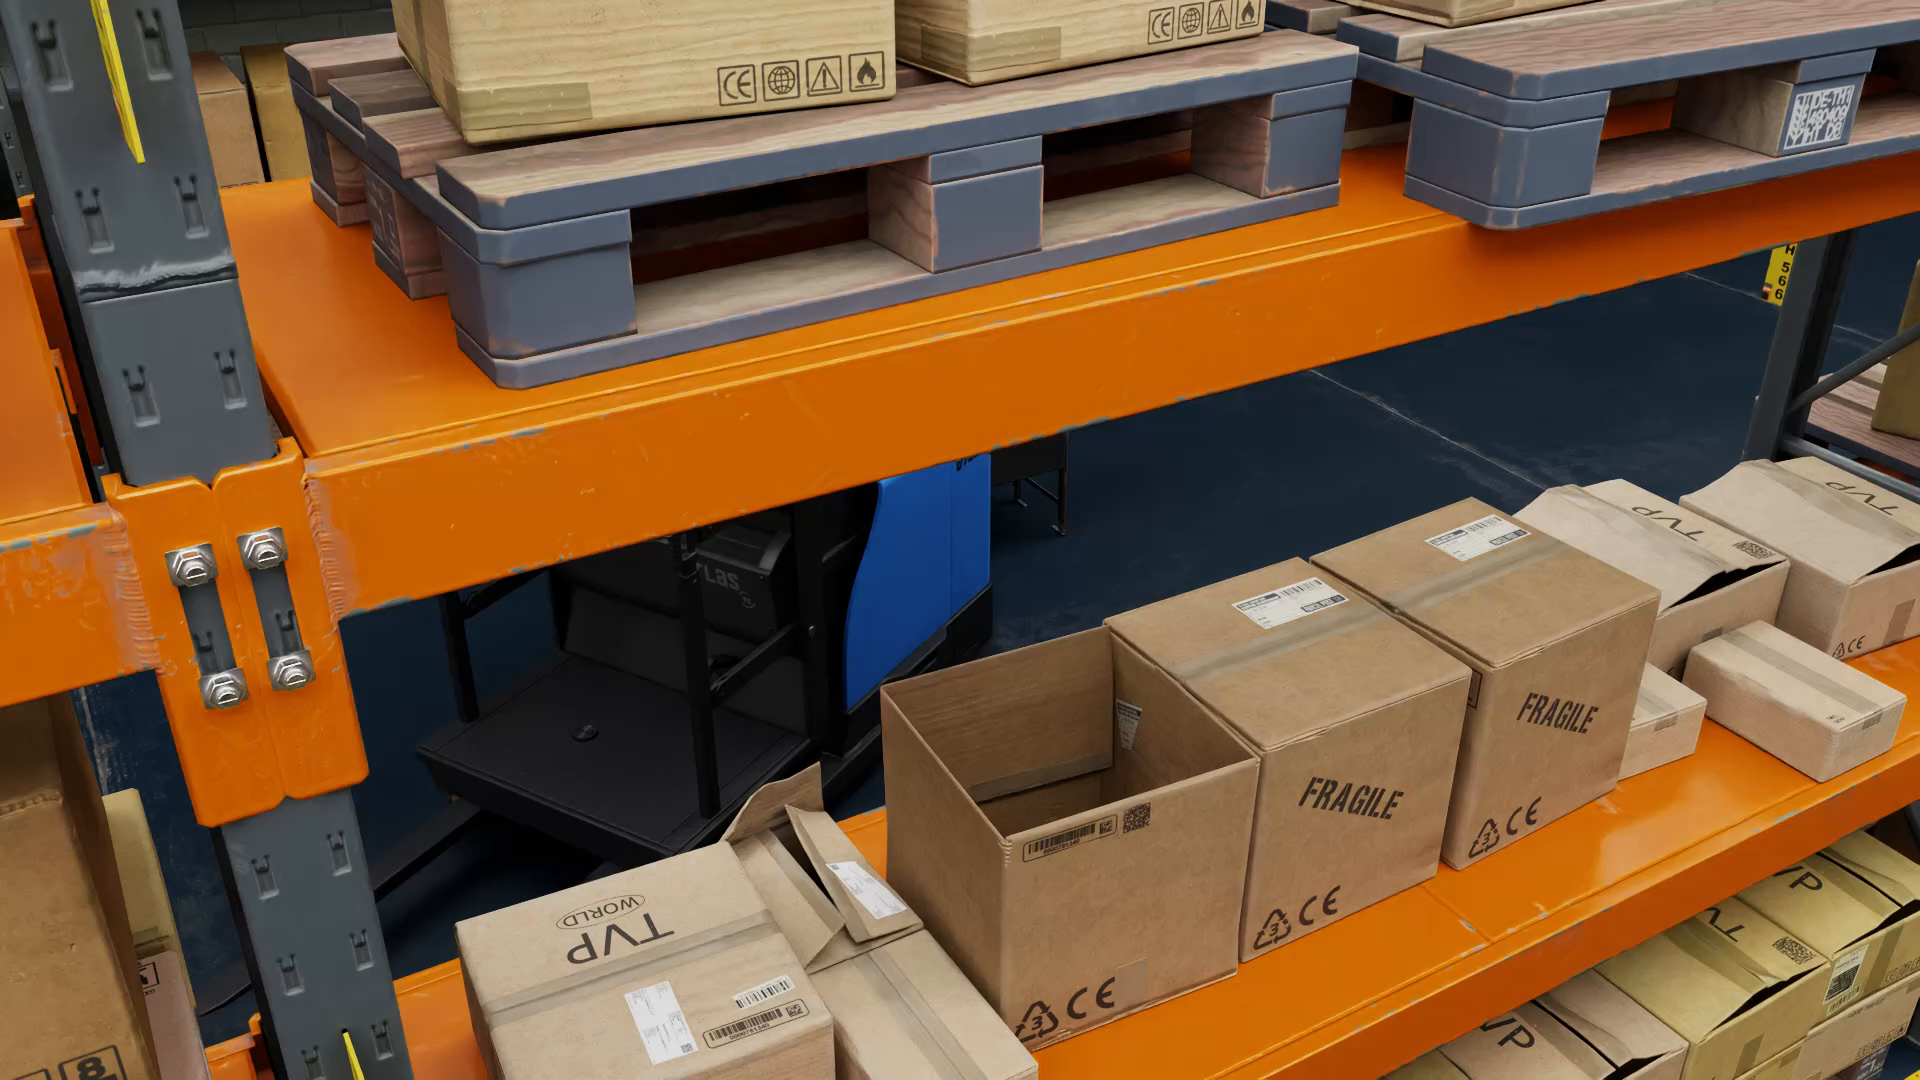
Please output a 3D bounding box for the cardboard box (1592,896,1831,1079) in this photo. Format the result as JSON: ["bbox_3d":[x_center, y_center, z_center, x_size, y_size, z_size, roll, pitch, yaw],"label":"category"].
[{"bbox_3d":[1.737,1.047,4.080,0.500,0.311,0.500,-16,33,-27],"label":"cardboard box"}]

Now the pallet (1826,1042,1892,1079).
[{"bbox_3d":[1.779,1.318,4.644,1.213,0.211,1.003,-16,33,-26],"label":"pallet"}]

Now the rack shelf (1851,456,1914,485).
[{"bbox_3d":[4.233,-0.263,5.367,4.000,0.370,1.077,-16,33,-26],"label":"rack shelf"}]

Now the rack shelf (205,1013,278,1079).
[{"bbox_3d":[-2.664,1.695,1.818,4.000,0.370,1.077,-16,33,-26],"label":"rack shelf"}]

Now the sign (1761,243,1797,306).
[{"bbox_3d":[2.226,-0.785,4.451,0.005,0.325,0.100,-16,33,-26],"label":"sign"}]

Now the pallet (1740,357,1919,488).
[{"bbox_3d":[3.058,-0.200,4.706,1.003,0.211,1.213,-16,33,-26],"label":"pallet"}]

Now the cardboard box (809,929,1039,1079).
[{"bbox_3d":[-0.072,0.869,2.831,0.250,0.149,0.380,-16,33,-26],"label":"cardboard box"}]

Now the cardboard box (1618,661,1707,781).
[{"bbox_3d":[1.438,0.357,3.758,0.250,0.149,0.380,-13,32,-23],"label":"cardboard box"}]

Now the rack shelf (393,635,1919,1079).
[{"bbox_3d":[0.785,0.716,3.593,4.000,0.370,1.077,-16,33,-26],"label":"rack shelf"}]

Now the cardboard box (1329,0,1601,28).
[{"bbox_3d":[0.740,-0.983,2.544,0.500,0.250,0.500,-19,34,-30],"label":"cardboard box"}]

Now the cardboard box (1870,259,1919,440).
[{"bbox_3d":[2.995,-0.517,4.545,0.700,0.500,0.500,22,36,34],"label":"cardboard box"}]

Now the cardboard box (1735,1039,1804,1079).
[{"bbox_3d":[1.736,1.290,4.220,0.500,0.250,0.500,-16,33,-27],"label":"cardboard box"}]

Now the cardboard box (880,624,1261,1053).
[{"bbox_3d":[0.185,0.537,3.070,0.500,0.500,0.500,-13,32,-23],"label":"cardboard box"}]

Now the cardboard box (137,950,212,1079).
[{"bbox_3d":[-1.066,0.719,2.068,0.250,0.149,0.380,-16,33,-26],"label":"cardboard box"}]

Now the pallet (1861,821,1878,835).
[{"bbox_3d":[3.172,0.965,5.282,1.213,0.211,1.003,-16,33,-26],"label":"pallet"}]

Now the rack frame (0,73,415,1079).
[{"bbox_3d":[-0.940,0.891,2.532,0.127,3.000,1.000,-16,33,-26],"label":"rack frame"}]

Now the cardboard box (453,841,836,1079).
[{"bbox_3d":[-0.537,0.818,2.819,0.500,0.250,0.500,-14,32,-23],"label":"cardboard box"}]

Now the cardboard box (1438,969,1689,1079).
[{"bbox_3d":[1.301,1.169,3.858,0.500,0.311,0.500,-16,33,-27],"label":"cardboard box"}]

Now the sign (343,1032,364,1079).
[{"bbox_3d":[-0.657,0.708,1.885,0.005,0.325,0.100,-16,33,-26],"label":"sign"}]

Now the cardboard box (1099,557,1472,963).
[{"bbox_3d":[0.617,0.414,3.292,0.500,0.500,0.500,-16,33,-26],"label":"cardboard box"}]

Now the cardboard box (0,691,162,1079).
[{"bbox_3d":[-1.319,0.390,1.992,0.500,0.500,0.700,-16,33,-26],"label":"cardboard box"}]

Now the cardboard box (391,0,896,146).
[{"bbox_3d":[-0.404,-0.688,2.008,0.500,0.250,0.500,-12,31,-21],"label":"cardboard box"}]

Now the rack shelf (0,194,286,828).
[{"bbox_3d":[-2.664,0.382,1.094,4.000,0.370,1.077,-16,33,-26],"label":"rack shelf"}]

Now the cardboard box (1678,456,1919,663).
[{"bbox_3d":[2.173,0.021,4.199,0.500,0.311,0.500,-14,32,-23],"label":"cardboard box"}]

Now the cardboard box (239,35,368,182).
[{"bbox_3d":[-2.511,-1.653,6.581,0.500,0.500,0.700,-12,31,-21],"label":"cardboard box"}]

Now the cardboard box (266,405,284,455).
[{"bbox_3d":[-2.826,-0.457,7.106,0.500,0.500,0.700,-15,32,-25],"label":"cardboard box"}]

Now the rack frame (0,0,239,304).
[{"bbox_3d":[-0.940,-1.736,1.082,0.127,3.000,1.000,-16,33,-26],"label":"rack frame"}]

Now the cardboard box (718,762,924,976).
[{"bbox_3d":[-0.275,0.658,3.093,0.258,0.266,0.396,-17,33,-28],"label":"cardboard box"}]

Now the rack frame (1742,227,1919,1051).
[{"bbox_3d":[2.509,-0.089,4.306,0.127,3.000,1.000,-16,33,-26],"label":"rack frame"}]

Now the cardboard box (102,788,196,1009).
[{"bbox_3d":[-1.269,0.548,2.378,0.250,0.149,0.380,-16,33,-26],"label":"cardboard box"}]

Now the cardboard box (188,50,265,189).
[{"bbox_3d":[-2.996,-1.519,6.339,0.500,0.500,0.700,-16,33,-26],"label":"cardboard box"}]

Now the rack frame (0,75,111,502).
[{"bbox_3d":[-3.453,-1.172,6.269,0.127,3.000,1.000,-16,33,-26],"label":"rack frame"}]

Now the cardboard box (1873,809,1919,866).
[{"bbox_3d":[3.046,0.821,4.790,0.500,0.500,0.500,-14,32,-24],"label":"cardboard box"}]

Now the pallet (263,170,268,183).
[{"bbox_3d":[-2.720,-1.215,6.545,1.213,0.211,1.003,-16,33,-26],"label":"pallet"}]

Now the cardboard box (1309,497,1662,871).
[{"bbox_3d":[1.071,0.285,3.525,0.500,0.500,0.500,-18,34,-29],"label":"cardboard box"}]

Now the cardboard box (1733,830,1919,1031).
[{"bbox_3d":[2.182,0.917,4.315,0.500,0.311,0.500,-15,32,-25],"label":"cardboard box"}]

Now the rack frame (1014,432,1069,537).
[{"bbox_3d":[0.353,-1.020,6.924,0.015,2.100,0.400,-16,33,-26],"label":"rack frame"}]

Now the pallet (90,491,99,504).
[{"bbox_3d":[-4.014,0.228,6.619,1.213,0.211,1.003,-16,33,-26],"label":"pallet"}]

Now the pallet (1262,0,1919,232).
[{"bbox_3d":[1.007,-0.841,2.760,1.213,0.211,1.003,-14,32,-24],"label":"pallet"}]

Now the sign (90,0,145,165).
[{"bbox_3d":[-0.657,-0.453,1.245,0.005,0.325,0.100,-16,33,-26],"label":"sign"}]

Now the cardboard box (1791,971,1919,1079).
[{"bbox_3d":[2.179,1.162,4.451,0.500,0.250,0.500,-15,32,-25],"label":"cardboard box"}]

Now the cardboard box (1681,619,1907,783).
[{"bbox_3d":[1.874,0.357,3.759,0.250,0.149,0.380,-16,33,-26],"label":"cardboard box"}]

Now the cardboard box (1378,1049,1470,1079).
[{"bbox_3d":[0.868,1.291,3.637,0.500,0.311,0.500,-15,32,-25],"label":"cardboard box"}]

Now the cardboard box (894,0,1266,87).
[{"bbox_3d":[0.069,-0.823,2.253,0.500,0.250,0.500,-19,34,-31],"label":"cardboard box"}]

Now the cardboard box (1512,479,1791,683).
[{"bbox_3d":[1.640,0.089,4.077,0.500,0.311,0.500,-16,33,-27],"label":"cardboard box"}]

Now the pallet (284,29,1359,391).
[{"bbox_3d":[-0.186,-0.560,2.254,1.217,0.209,0.805,-17,33,-28],"label":"pallet"}]

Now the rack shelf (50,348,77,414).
[{"bbox_3d":[-5.177,-0.368,5.556,4.000,0.370,1.077,-16,33,-26],"label":"rack shelf"}]

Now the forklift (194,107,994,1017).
[{"bbox_3d":[-1.047,-0.374,4.894,1.130,2.935,3.031,16,33,26],"label":"forklift"}]

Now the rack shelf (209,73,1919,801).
[{"bbox_3d":[0.785,-0.597,2.868,4.000,0.370,1.077,-16,33,-26],"label":"rack shelf"}]

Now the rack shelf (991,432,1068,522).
[{"bbox_3d":[0.143,-0.335,7.161,0.480,0.518,0.431,-16,33,-26],"label":"rack shelf"}]

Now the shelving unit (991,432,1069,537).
[{"bbox_3d":[0.143,-0.960,6.816,0.503,2.100,0.431,-16,33,-26],"label":"shelving unit"}]
